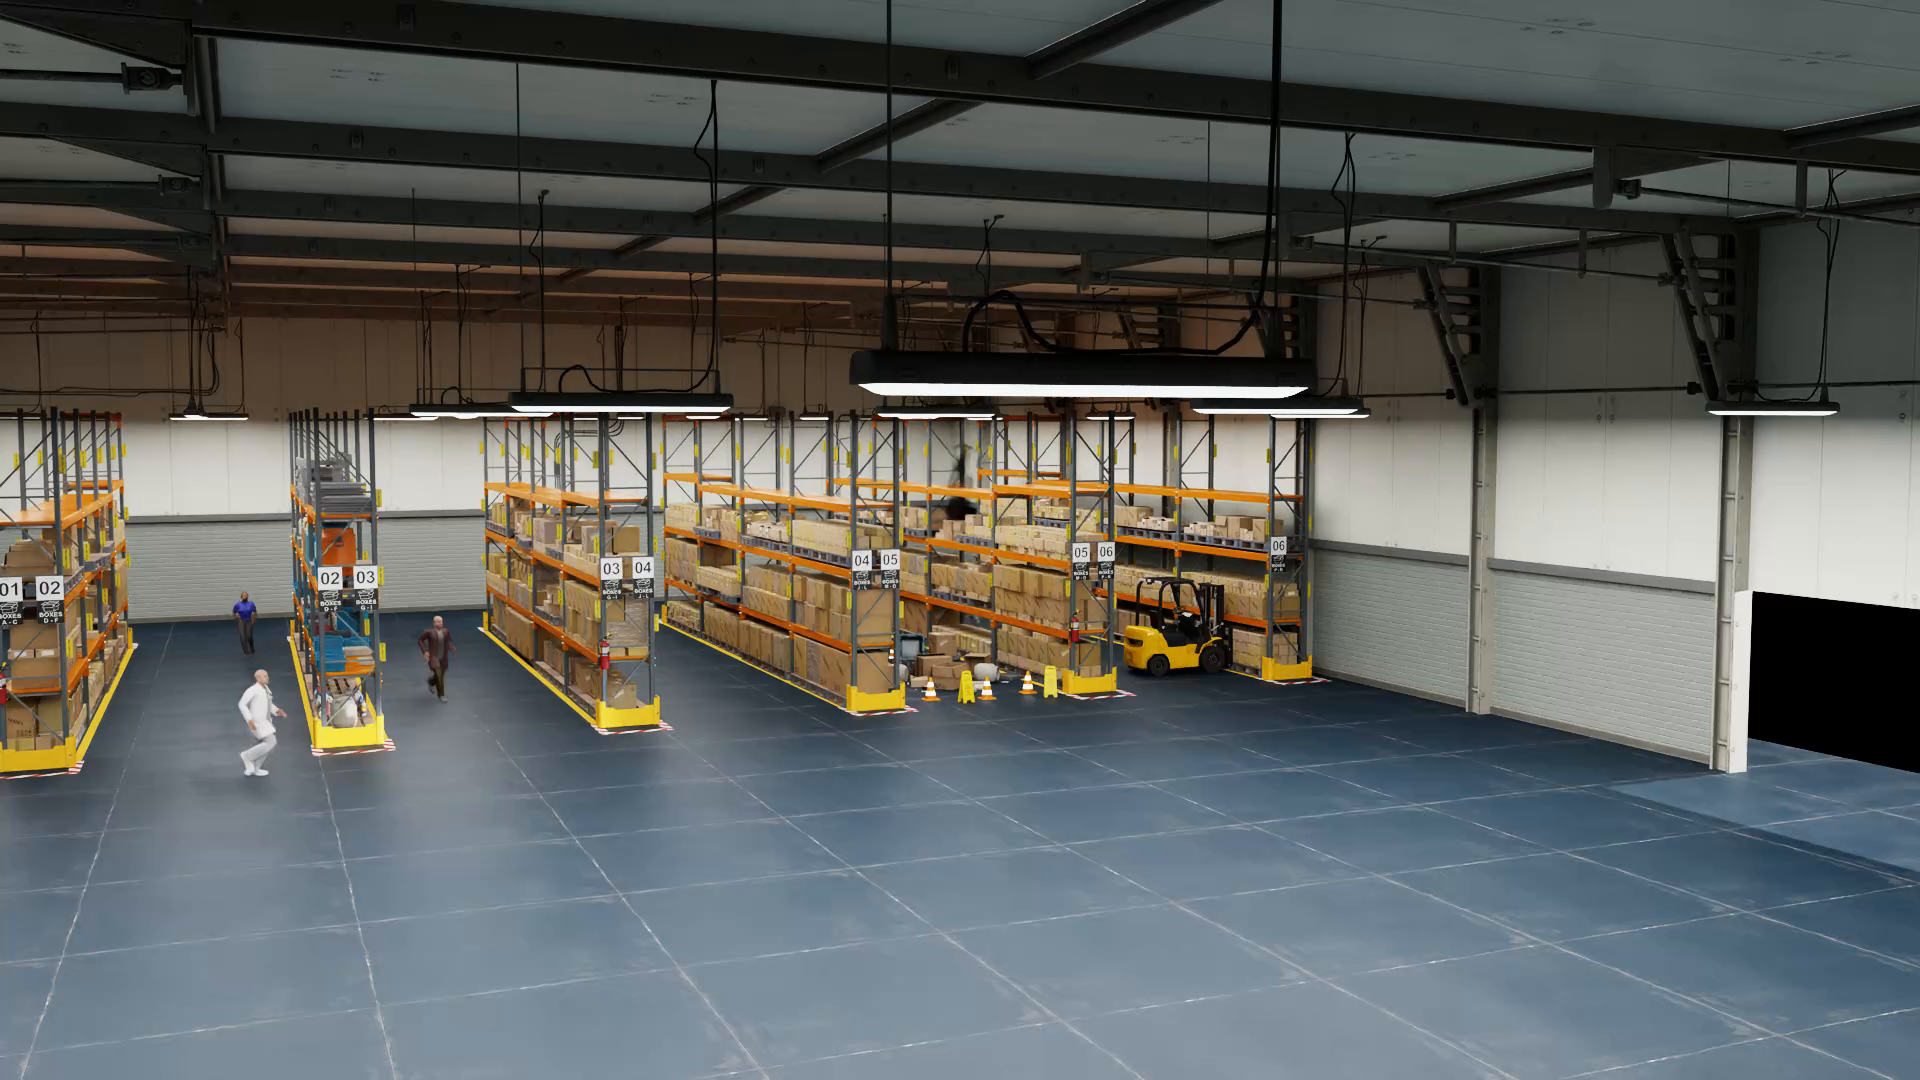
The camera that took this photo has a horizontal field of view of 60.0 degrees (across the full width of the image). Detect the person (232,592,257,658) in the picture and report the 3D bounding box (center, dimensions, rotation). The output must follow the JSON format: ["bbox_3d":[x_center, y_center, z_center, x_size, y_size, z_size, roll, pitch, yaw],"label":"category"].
[{"bbox_3d":[-17.472,2.074,40.628,0.565,1.622,0.553,-2,4,-25],"label":"person"}]

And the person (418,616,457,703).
[{"bbox_3d":[-10.861,2.444,34.402,0.957,1.762,0.677,4,6,44],"label":"person"}]

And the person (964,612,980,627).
[{"bbox_3d":[0.305,1.780,45.265,0.537,1.586,0.744,-2,4,-26],"label":"person"}]

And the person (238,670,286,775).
[{"bbox_3d":[-11.305,2.967,26.986,0.665,1.730,0.700,0,4,1],"label":"person"}]
